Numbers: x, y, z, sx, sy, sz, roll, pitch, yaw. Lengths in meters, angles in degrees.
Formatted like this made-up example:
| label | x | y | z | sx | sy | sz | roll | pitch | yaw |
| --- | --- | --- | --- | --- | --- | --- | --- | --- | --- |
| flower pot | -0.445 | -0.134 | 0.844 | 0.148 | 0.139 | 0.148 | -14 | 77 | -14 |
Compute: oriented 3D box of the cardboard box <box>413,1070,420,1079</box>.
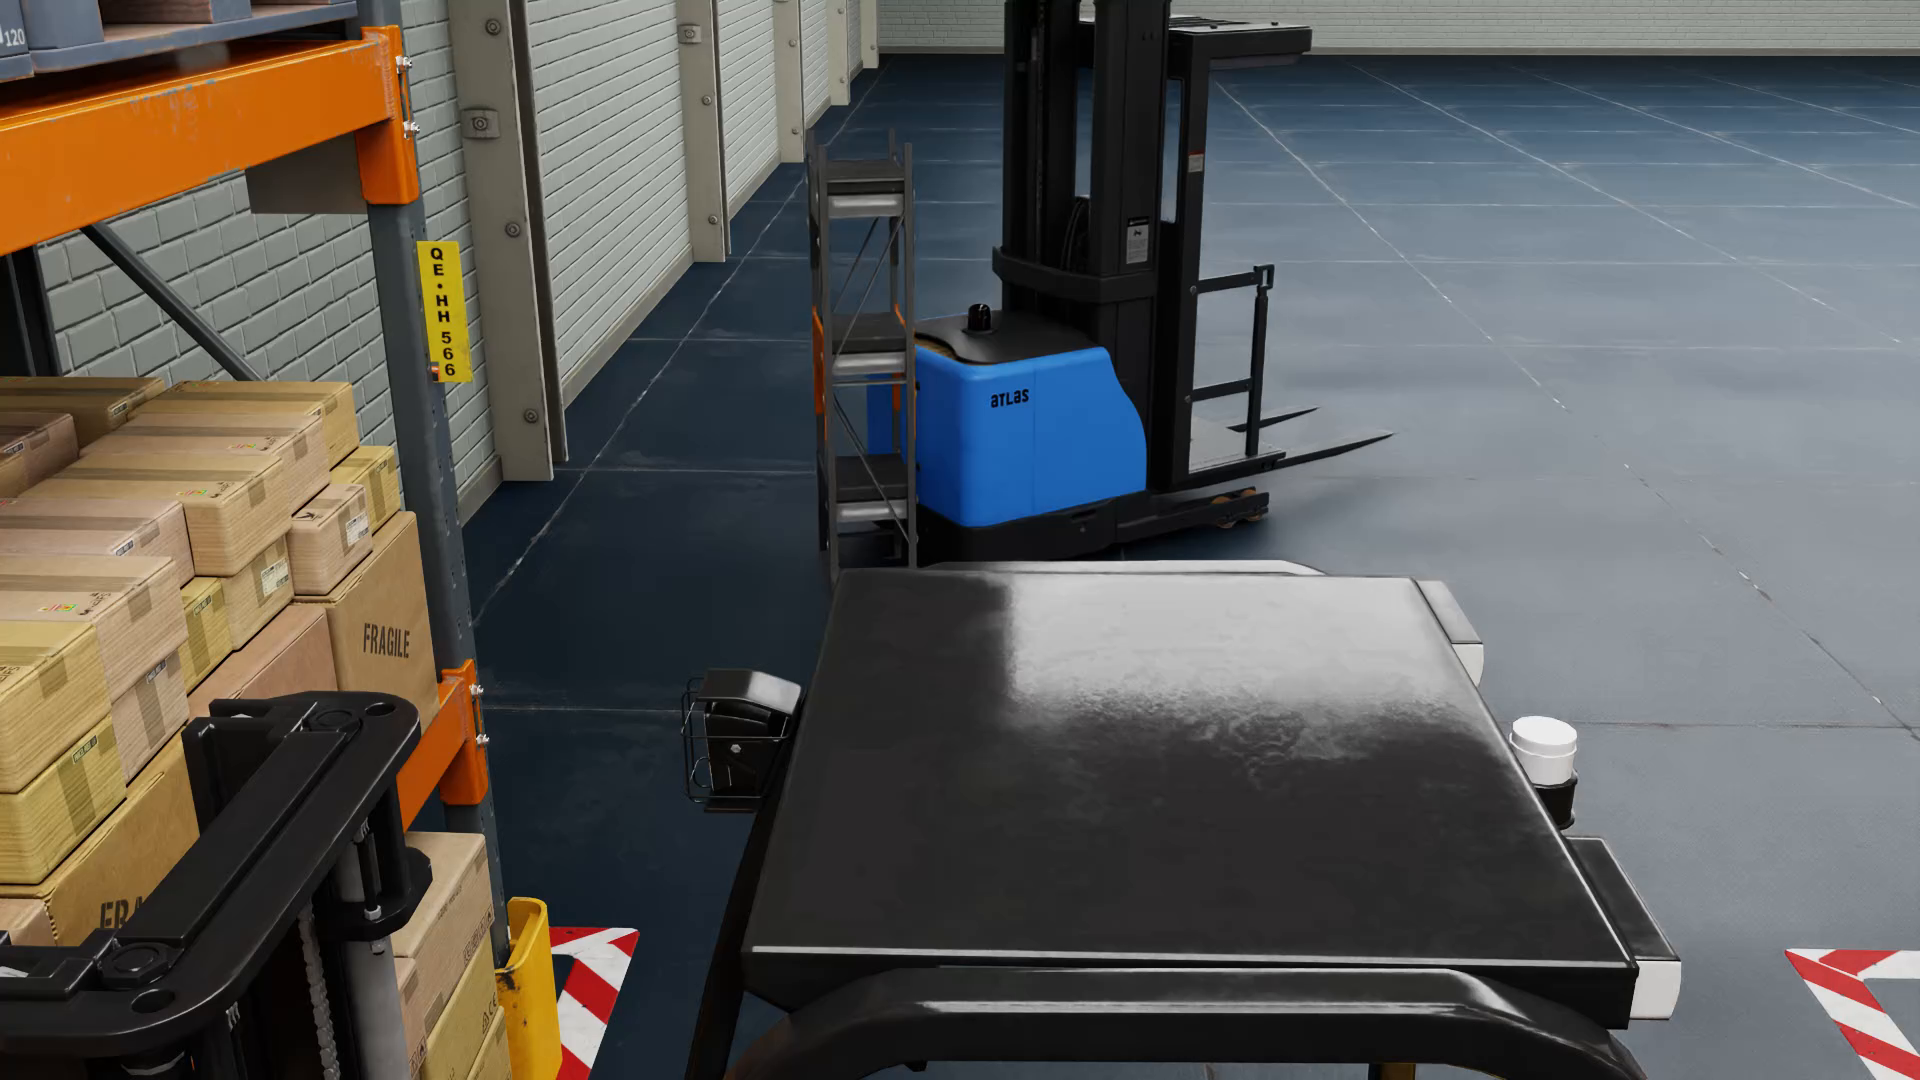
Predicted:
| label | x | y | z | sx | sy | sz | roll | pitch | yaw |
| --- | --- | --- | --- | --- | --- | --- | --- | --- | --- |
| cardboard box | -1.446 | 1.336 | 3.469 | 0.500 | 0.250 | 0.500 | 0 | 21 | 1 |

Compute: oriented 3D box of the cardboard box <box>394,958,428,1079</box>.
| label | x | y | z | sx | sy | sz | roll | pitch | yaw |
| --- | --- | --- | --- | --- | --- | --- | --- | --- | --- |
| cardboard box | -1.429 | 1.097 | 3.394 | 0.500 | 0.250 | 0.500 | 1 | 21 | 3 |

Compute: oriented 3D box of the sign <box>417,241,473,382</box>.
| label | x | y | z | sx | sy | sz | roll | pitch | yaw |
| --- | --- | --- | --- | --- | --- | --- | --- | --- | --- |
| sign | -1.175 | -0.517 | 3.787 | 0.100 | 0.325 | 0.005 | 1 | 21 | 2 |

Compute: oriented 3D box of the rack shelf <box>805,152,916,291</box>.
| label | x | y | z | sx | sy | sz | roll | pitch | yaw |
| --- | --- | --- | --- | --- | --- | --- | --- | --- | --- |
| rack shelf | -0.446 | -1.425 | 7.403 | 0.431 | 0.518 | 0.480 | -4 | 22 | -9 |

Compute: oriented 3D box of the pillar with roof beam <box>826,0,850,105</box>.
| label | x | y | z | sx | sy | sz | roll | pitch | yaw |
| --- | --- | --- | --- | --- | --- | --- | --- | --- | --- |
| pillar with roof beam | 2.394 | -11.063 | 24.602 | 9.100 | 9.000 | 0.400 | 1 | 21 | 2 |

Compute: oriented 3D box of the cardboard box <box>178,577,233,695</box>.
| label | x | y | z | sx | sy | sz | roll | pitch | yaw |
| --- | --- | --- | --- | --- | --- | --- | --- | --- | --- |
| cardboard box | -1.514 | 0.177 | 2.892 | 0.380 | 0.149 | 0.250 | 0 | 21 | 1 |

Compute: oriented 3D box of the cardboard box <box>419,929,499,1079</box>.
| label | x | y | z | sx | sy | sz | roll | pitch | yaw |
| --- | --- | --- | --- | --- | --- | --- | --- | --- | --- |
| cardboard box | -1.420 | 1.154 | 3.936 | 0.500 | 0.250 | 0.500 | 0 | 21 | 1 |

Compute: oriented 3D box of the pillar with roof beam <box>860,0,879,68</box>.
| label | x | y | z | sx | sy | sz | roll | pitch | yaw |
| --- | --- | --- | --- | --- | --- | --- | --- | --- | --- |
| pillar with roof beam | 2.576 | -13.233 | 30.193 | 9.100 | 9.000 | 0.400 | 1 | 21 | 2 |

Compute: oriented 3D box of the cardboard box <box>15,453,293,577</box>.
| label | x | y | z | sx | sy | sz | roll | pitch | yaw |
| --- | --- | --- | --- | --- | --- | --- | --- | --- | --- |
| cardboard box | -1.475 | -0.049 | 3.063 | 0.380 | 0.149 | 0.250 | 1 | 21 | 3 |

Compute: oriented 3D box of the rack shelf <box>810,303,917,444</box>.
| label | x | y | z | sx | sy | sz | roll | pitch | yaw |
| --- | --- | --- | --- | --- | --- | --- | --- | --- | --- |
| rack shelf | -0.446 | -0.773 | 7.656 | 0.431 | 0.518 | 0.480 | -4 | 22 | -9 |

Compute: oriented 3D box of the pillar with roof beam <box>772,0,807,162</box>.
| label | x | y | z | sx | sy | sz | roll | pitch | yaw |
| --- | --- | --- | --- | --- | --- | --- | --- | --- | --- |
| pillar with roof beam | 2.211 | -8.894 | 19.011 | 9.100 | 9.000 | 0.400 | 1 | 21 | 2 |

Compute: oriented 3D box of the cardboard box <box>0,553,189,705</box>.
| label | x | y | z | sx | sy | sz | roll | pitch | yaw |
| --- | --- | --- | --- | --- | --- | --- | --- | --- | --- |
| cardboard box | -1.454 | 0.135 | 2.588 | 0.380 | 0.149 | 0.250 | 1 | 21 | 3 |

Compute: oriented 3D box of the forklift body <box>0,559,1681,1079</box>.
| label | x | y | z | sx | sy | sz | roll | pitch | yaw |
| --- | --- | --- | --- | --- | --- | --- | --- | --- | --- |
| forklift body | 0.049 | 1.223 | 2.403 | 2.313 | 2.155 | 1.214 | 1 | 21 | 2 |

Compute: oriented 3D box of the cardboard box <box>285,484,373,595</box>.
| label | x | y | z | sx | sy | sz | roll | pitch | yaw |
| --- | --- | --- | --- | --- | --- | --- | --- | --- | --- |
| cardboard box | -1.426 | -0.006 | 3.362 | 0.380 | 0.149 | 0.250 | 1 | 21 | 2 |

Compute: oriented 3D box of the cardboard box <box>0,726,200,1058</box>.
| label | x | y | z | sx | sy | sz | roll | pitch | yaw |
| --- | --- | --- | --- | --- | --- | --- | --- | --- | --- |
| cardboard box | -1.510 | 0.629 | 2.623 | 0.500 | 0.500 | 0.500 | 0 | 21 | 1 |

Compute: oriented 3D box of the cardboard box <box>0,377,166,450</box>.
| label | x | y | z | sx | sy | sz | roll | pitch | yaw |
| --- | --- | --- | --- | --- | --- | --- | --- | --- | --- |
| cardboard box | -1.941 | -0.247 | 3.572 | 0.380 | 0.149 | 0.250 | 0 | 21 | 1 |

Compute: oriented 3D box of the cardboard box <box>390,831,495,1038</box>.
| label | x | y | z | sx | sy | sz | roll | pitch | yaw |
| --- | --- | --- | --- | --- | --- | --- | --- | --- | --- |
| cardboard box | -1.419 | 0.912 | 3.870 | 0.500 | 0.250 | 0.500 | 1 | 21 | 3 |

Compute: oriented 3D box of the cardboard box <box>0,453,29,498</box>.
| label | x | y | z | sx | sy | sz | roll | pitch | yaw |
| --- | --- | --- | --- | --- | --- | --- | --- | --- | --- |
| cardboard box | -1.977 | -0.057 | 3.082 | 0.380 | 0.149 | 0.250 | 1 | 21 | 3 |

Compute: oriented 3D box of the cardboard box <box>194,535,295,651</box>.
| label | x | y | z | sx | sy | sz | roll | pitch | yaw |
| --- | --- | --- | --- | --- | --- | --- | --- | --- | --- |
| cardboard box | -1.495 | 0.087 | 3.122 | 0.380 | 0.149 | 0.250 | 1 | 21 | 3 |

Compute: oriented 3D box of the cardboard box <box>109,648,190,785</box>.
| label | x | y | z | sx | sy | sz | roll | pitch | yaw |
| --- | --- | --- | --- | --- | --- | --- | --- | --- | --- |
| cardboard box | -1.475 | 0.274 | 2.641 | 0.380 | 0.149 | 0.250 | 0 | 21 | 0 |

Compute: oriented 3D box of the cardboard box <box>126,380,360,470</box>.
| label | x | y | z | sx | sy | sz | roll | pitch | yaw |
| --- | --- | --- | --- | --- | --- | --- | --- | --- | --- |
| cardboard box | -1.517 | -0.234 | 3.539 | 0.380 | 0.149 | 0.250 | 1 | 21 | 2 |

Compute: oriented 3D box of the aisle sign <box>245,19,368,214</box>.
| label | x | y | z | sx | sy | sz | roll | pitch | yaw |
| --- | --- | --- | --- | --- | --- | --- | --- | --- | --- |
| aisle sign | -1.422 | -1.110 | 3.650 | 0.394 | 0.787 | 0.004 | 1 | 21 | 2 |

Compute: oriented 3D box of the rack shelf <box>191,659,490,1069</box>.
| label | x | y | z | sx | sy | sz | roll | pitch | yaw |
| --- | --- | --- | --- | --- | --- | --- | --- | --- | --- |
| rack shelf | -1.778 | 1.181 | 2.334 | 1.077 | 0.370 | 4.000 | 1 | 21 | 2 |

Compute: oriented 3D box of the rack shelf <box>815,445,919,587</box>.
| label | x | y | z | sx | sy | sz | roll | pitch | yaw |
| --- | --- | --- | --- | --- | --- | --- | --- | --- | --- |
| rack shelf | -0.446 | -0.120 | 7.909 | 0.431 | 0.518 | 0.480 | -4 | 22 | -9 |

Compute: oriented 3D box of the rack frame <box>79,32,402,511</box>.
| label | x | y | z | sx | sy | sz | roll | pitch | yaw |
| --- | --- | --- | --- | --- | --- | --- | --- | --- | --- |
| rack frame | -1.714 | 0.122 | 4.068 | 0.949 | 2.616 | 0.053 | 1 | 21 | 2 |

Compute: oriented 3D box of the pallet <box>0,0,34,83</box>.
| label | x | y | z | sx | sy | sz | roll | pitch | yaw |
| --- | --- | --- | --- | --- | --- | --- | --- | --- | --- |
| pallet | -1.799 | -0.538 | 1.743 | 1.003 | 0.211 | 1.213 | 1 | 21 | 2 |

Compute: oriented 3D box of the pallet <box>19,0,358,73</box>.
| label | x | y | z | sx | sy | sz | roll | pitch | yaw |
| --- | --- | --- | --- | --- | --- | --- | --- | --- | --- |
| pallet | -1.765 | -0.980 | 2.883 | 1.003 | 0.211 | 1.213 | 1 | 21 | 2 |

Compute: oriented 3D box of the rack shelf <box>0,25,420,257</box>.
| label | x | y | z | sx | sy | sz | roll | pitch | yaw |
| --- | --- | --- | --- | --- | --- | --- | --- | --- | --- |
| rack shelf | -1.778 | -0.218 | 1.792 | 1.077 | 0.370 | 4.000 | 1 | 21 | 2 |

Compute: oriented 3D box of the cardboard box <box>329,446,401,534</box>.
| label | x | y | z | sx | sy | sz | roll | pitch | yaw |
| --- | --- | --- | --- | --- | --- | --- | --- | --- | --- |
| cardboard box | -1.448 | -0.099 | 3.601 | 0.380 | 0.149 | 0.250 | 1 | 21 | 2 |

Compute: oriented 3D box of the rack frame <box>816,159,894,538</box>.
| label | x | y | z | sx | sy | sz | roll | pitch | yaw |
| --- | --- | --- | --- | --- | --- | --- | --- | --- | --- |
| rack frame | -0.491 | -0.872 | 7.875 | 0.380 | 1.831 | 0.006 | -4 | 22 | -9 |

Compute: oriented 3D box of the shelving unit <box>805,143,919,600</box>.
| label | x | y | z | sx | sy | sz | roll | pitch | yaw |
| --- | --- | --- | --- | --- | --- | --- | --- | --- | --- |
| shelving unit | -0.446 | -0.785 | 7.649 | 0.431 | 2.100 | 0.499 | -4 | 22 | -9 |

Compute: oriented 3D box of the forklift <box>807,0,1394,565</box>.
| label | x | y | z | sx | sy | sz | roll | pitch | yaw |
| --- | --- | --- | --- | --- | --- | --- | --- | --- | --- |
| forklift | 0.856 | -1.530 | 8.421 | 3.444 | 2.935 | 1.130 | -13 | 25 | -31 |

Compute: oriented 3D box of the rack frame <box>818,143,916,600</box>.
| label | x | y | z | sx | sy | sz | roll | pitch | yaw |
| --- | --- | --- | --- | --- | --- | --- | --- | --- | --- |
| rack frame | -0.403 | -0.699 | 7.427 | 0.400 | 2.100 | 0.015 | -4 | 22 | -9 |

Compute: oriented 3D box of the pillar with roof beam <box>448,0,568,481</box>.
| label | x | y | z | sx | sy | sz | roll | pitch | yaw |
| --- | --- | --- | --- | --- | --- | --- | --- | --- | --- |
| pillar with roof beam | 1.846 | -4.555 | 7.828 | 9.100 | 9.000 | 0.400 | 1 | 21 | 2 |

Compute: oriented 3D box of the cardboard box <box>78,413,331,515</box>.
| label | x | y | z | sx | sy | sz | roll | pitch | yaw |
| --- | --- | --- | --- | --- | --- | --- | --- | --- | --- |
| cardboard box | -1.494 | -0.144 | 3.308 | 0.380 | 0.149 | 0.250 | 1 | 21 | 2 |

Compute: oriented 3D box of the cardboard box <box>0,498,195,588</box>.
| label | x | y | z | sx | sy | sz | roll | pitch | yaw |
| --- | --- | --- | --- | --- | --- | --- | --- | --- | --- |
| cardboard box | -1.557 | 0.040 | 2.834 | 0.380 | 0.149 | 0.250 | 1 | 21 | 2 |

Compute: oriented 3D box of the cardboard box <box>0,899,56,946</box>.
| label | x | y | z | sx | sy | sz | roll | pitch | yaw |
| --- | --- | --- | --- | --- | --- | --- | --- | --- | --- |
| cardboard box | -1.514 | 0.811 | 2.154 | 0.500 | 0.500 | 0.500 | 1 | 21 | 2 |

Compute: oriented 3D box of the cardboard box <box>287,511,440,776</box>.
| label | x | y | z | sx | sy | sz | roll | pitch | yaw |
| --- | --- | --- | --- | --- | --- | --- | --- | --- | --- |
| cardboard box | -1.470 | 0.256 | 3.584 | 0.500 | 0.500 | 0.500 | 0 | 21 | 0 |

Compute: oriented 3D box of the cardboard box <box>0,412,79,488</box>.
| label | x | y | z | sx | sy | sz | roll | pitch | yaw |
| --- | --- | --- | --- | --- | --- | --- | --- | --- | --- |
| cardboard box | -2.012 | -0.151 | 3.326 | 0.380 | 0.149 | 0.250 | 1 | 21 | 3 |

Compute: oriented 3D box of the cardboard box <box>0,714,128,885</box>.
| label | x | y | z | sx | sy | sz | roll | pitch | yaw |
| --- | --- | --- | --- | --- | --- | --- | --- | --- | --- |
| cardboard box | -1.462 | 0.366 | 2.405 | 0.380 | 0.149 | 0.250 | 1 | 21 | 2 |
